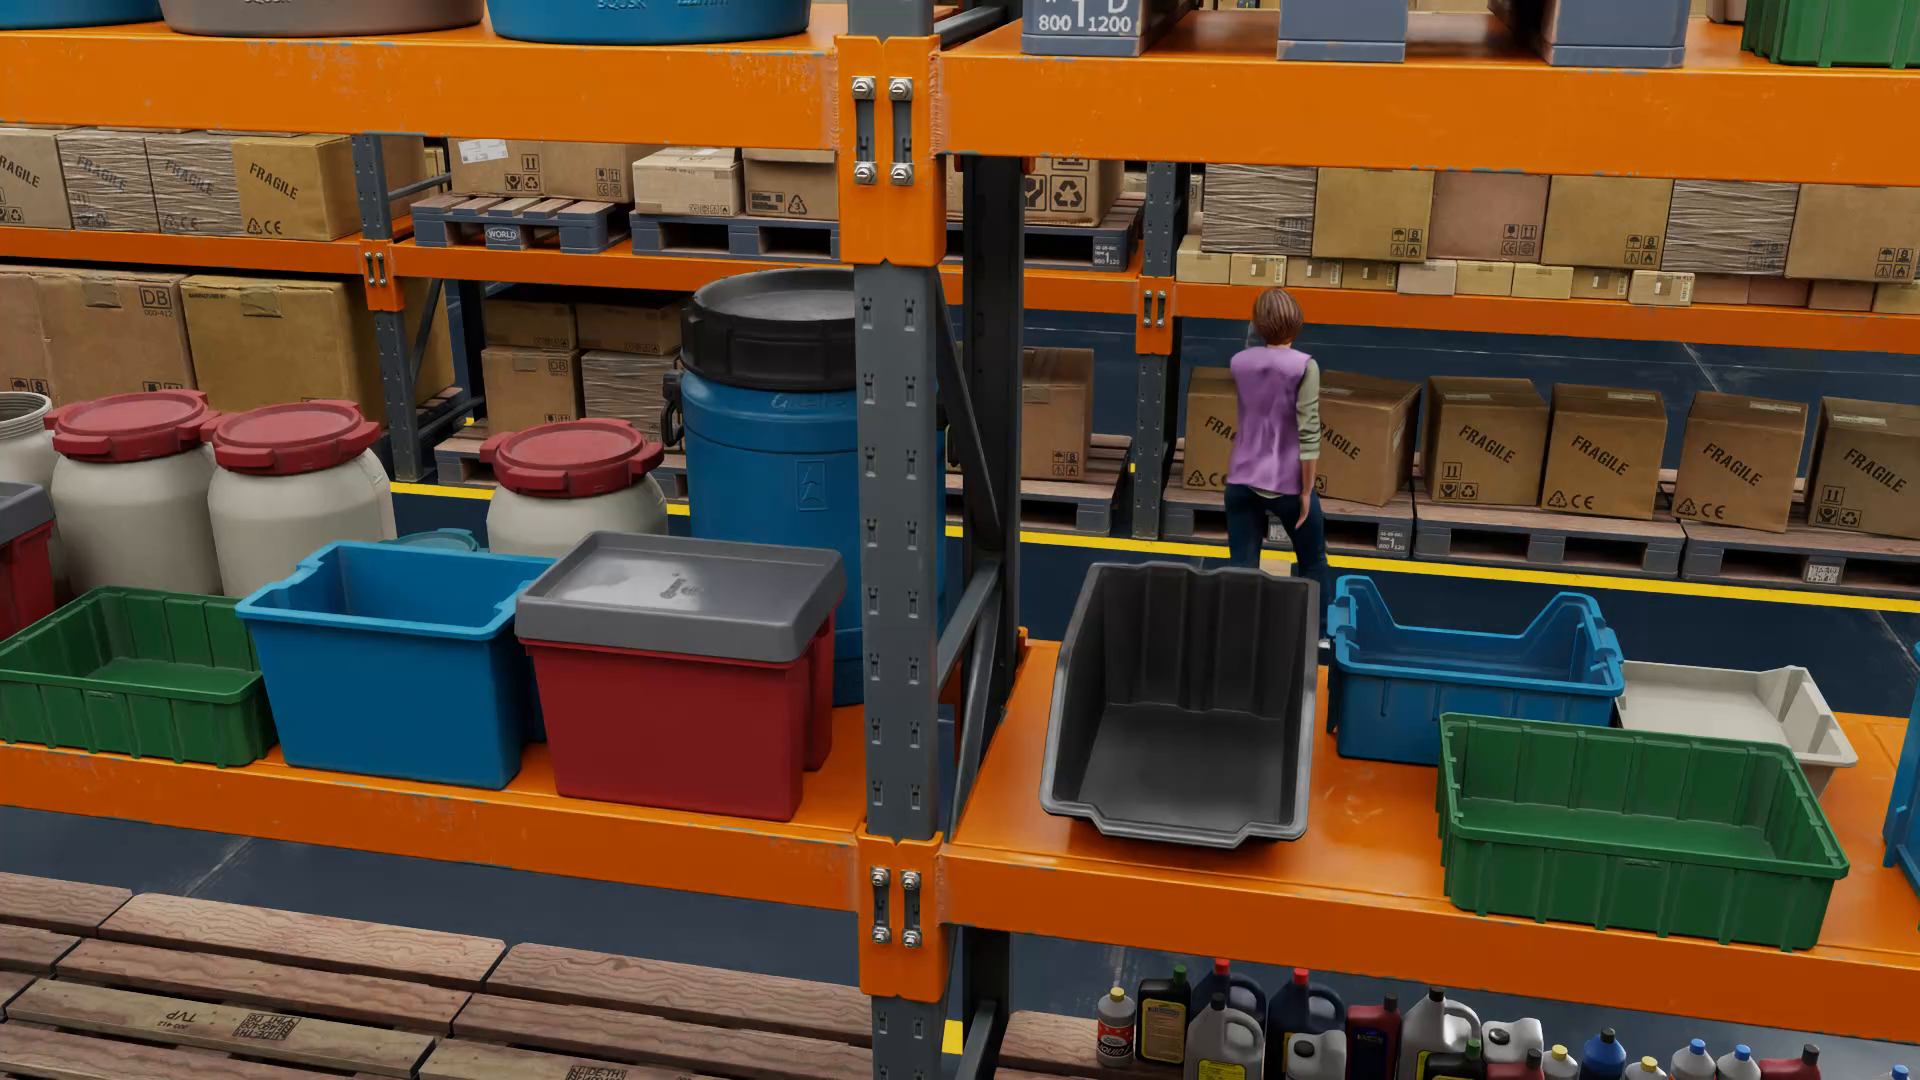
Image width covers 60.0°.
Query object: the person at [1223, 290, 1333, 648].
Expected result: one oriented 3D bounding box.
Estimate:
[{"bbox_3d":[1.296,-0.222,6.670,0.465,1.540,0.821,13,25,29],"label":"person"}]
